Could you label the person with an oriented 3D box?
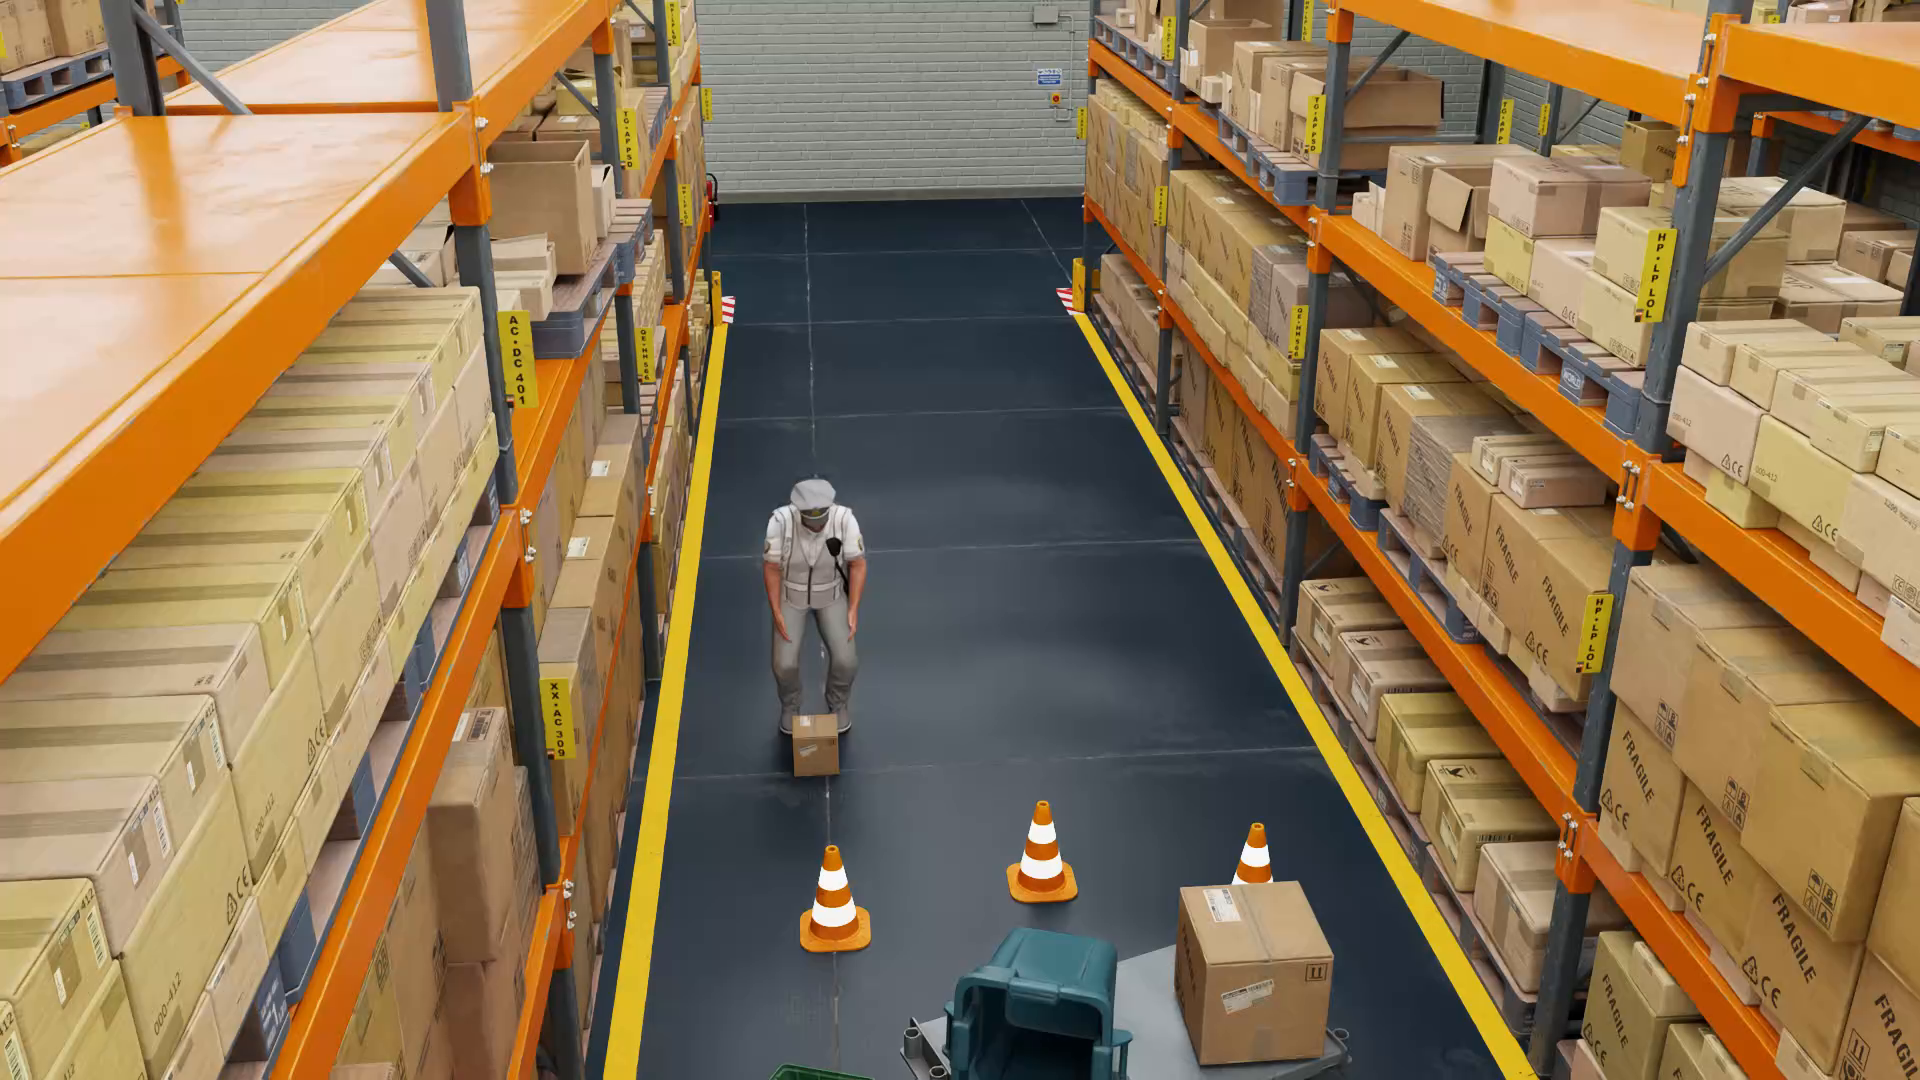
[{"bbox_3d":[-0.819,0.357,9.486,0.581,1.594,0.658,-2,24,-4],"label":"person"}]
